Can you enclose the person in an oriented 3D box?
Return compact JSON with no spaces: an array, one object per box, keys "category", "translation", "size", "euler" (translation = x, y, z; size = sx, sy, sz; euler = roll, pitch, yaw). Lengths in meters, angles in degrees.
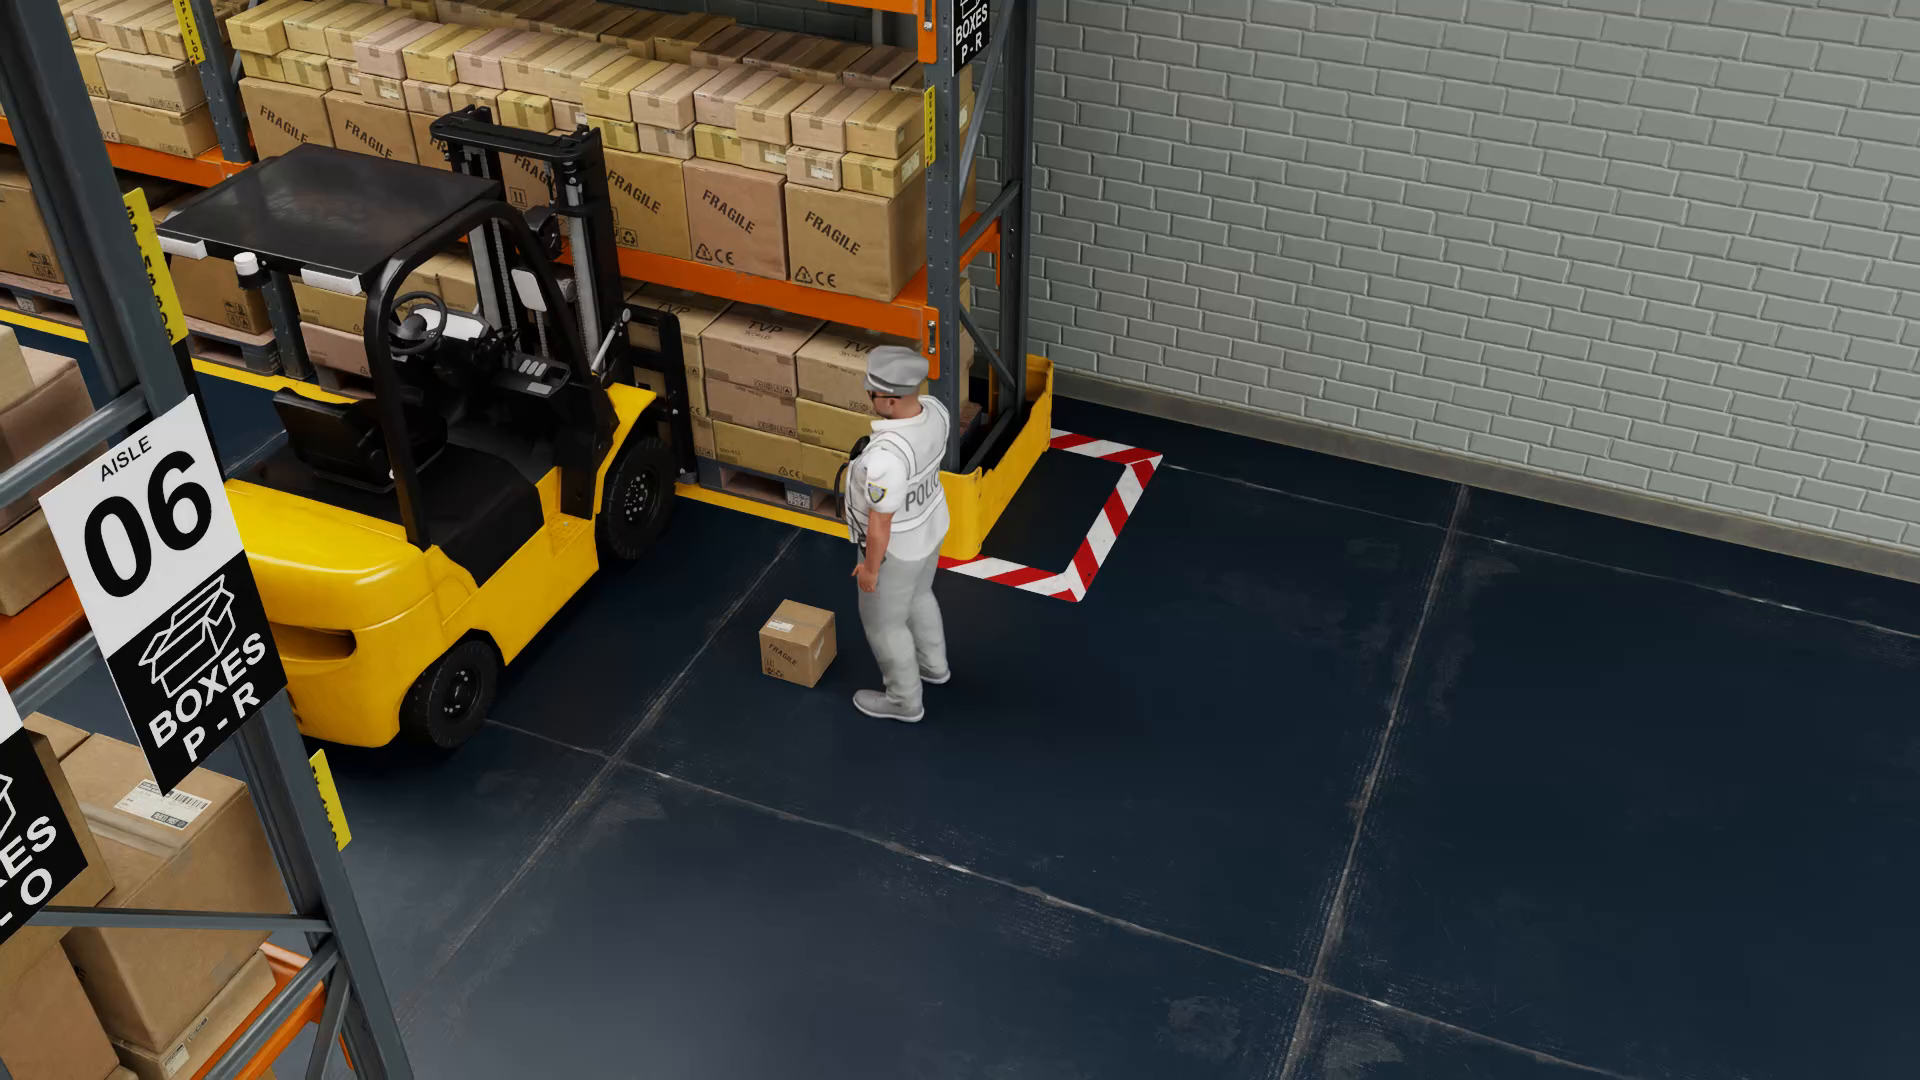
[{"category":"person","translation":[-0.265,-0.008,6.831],"size":[0.393,1.752,0.527],"euler":[15,40,19]}]
